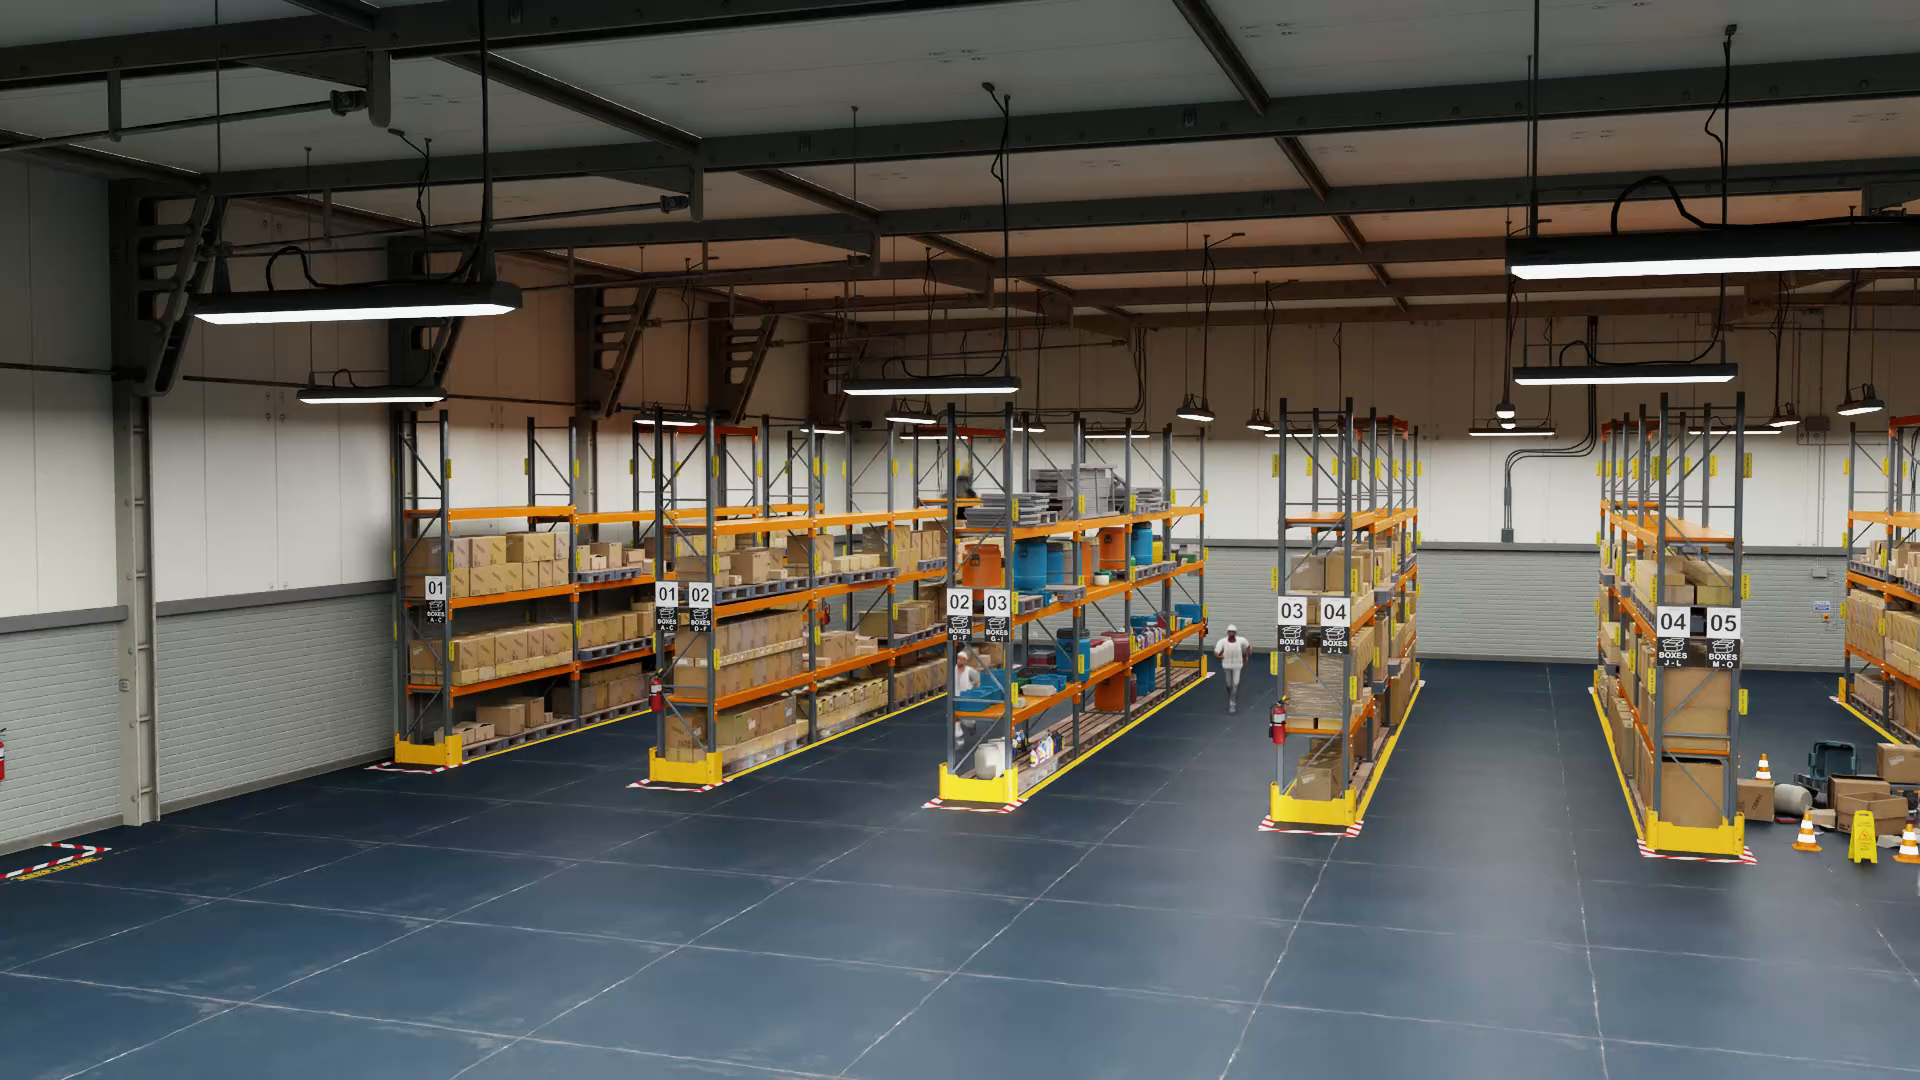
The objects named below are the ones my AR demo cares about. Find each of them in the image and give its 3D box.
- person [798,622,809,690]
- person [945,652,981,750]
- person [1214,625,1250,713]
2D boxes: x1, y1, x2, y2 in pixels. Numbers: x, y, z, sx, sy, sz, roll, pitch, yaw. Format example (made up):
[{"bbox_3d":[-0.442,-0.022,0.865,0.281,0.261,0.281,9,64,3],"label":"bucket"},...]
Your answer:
[{"bbox_3d":[-3.478,2.605,36.125,0.627,1.758,0.767,1,3,15],"label":"person"},{"bbox_3d":[0.052,2.869,29.763,0.687,1.734,0.666,1,3,19],"label":"person"},{"bbox_3d":[5.645,2.660,34.488,0.731,1.811,0.938,0,2,10],"label":"person"}]
